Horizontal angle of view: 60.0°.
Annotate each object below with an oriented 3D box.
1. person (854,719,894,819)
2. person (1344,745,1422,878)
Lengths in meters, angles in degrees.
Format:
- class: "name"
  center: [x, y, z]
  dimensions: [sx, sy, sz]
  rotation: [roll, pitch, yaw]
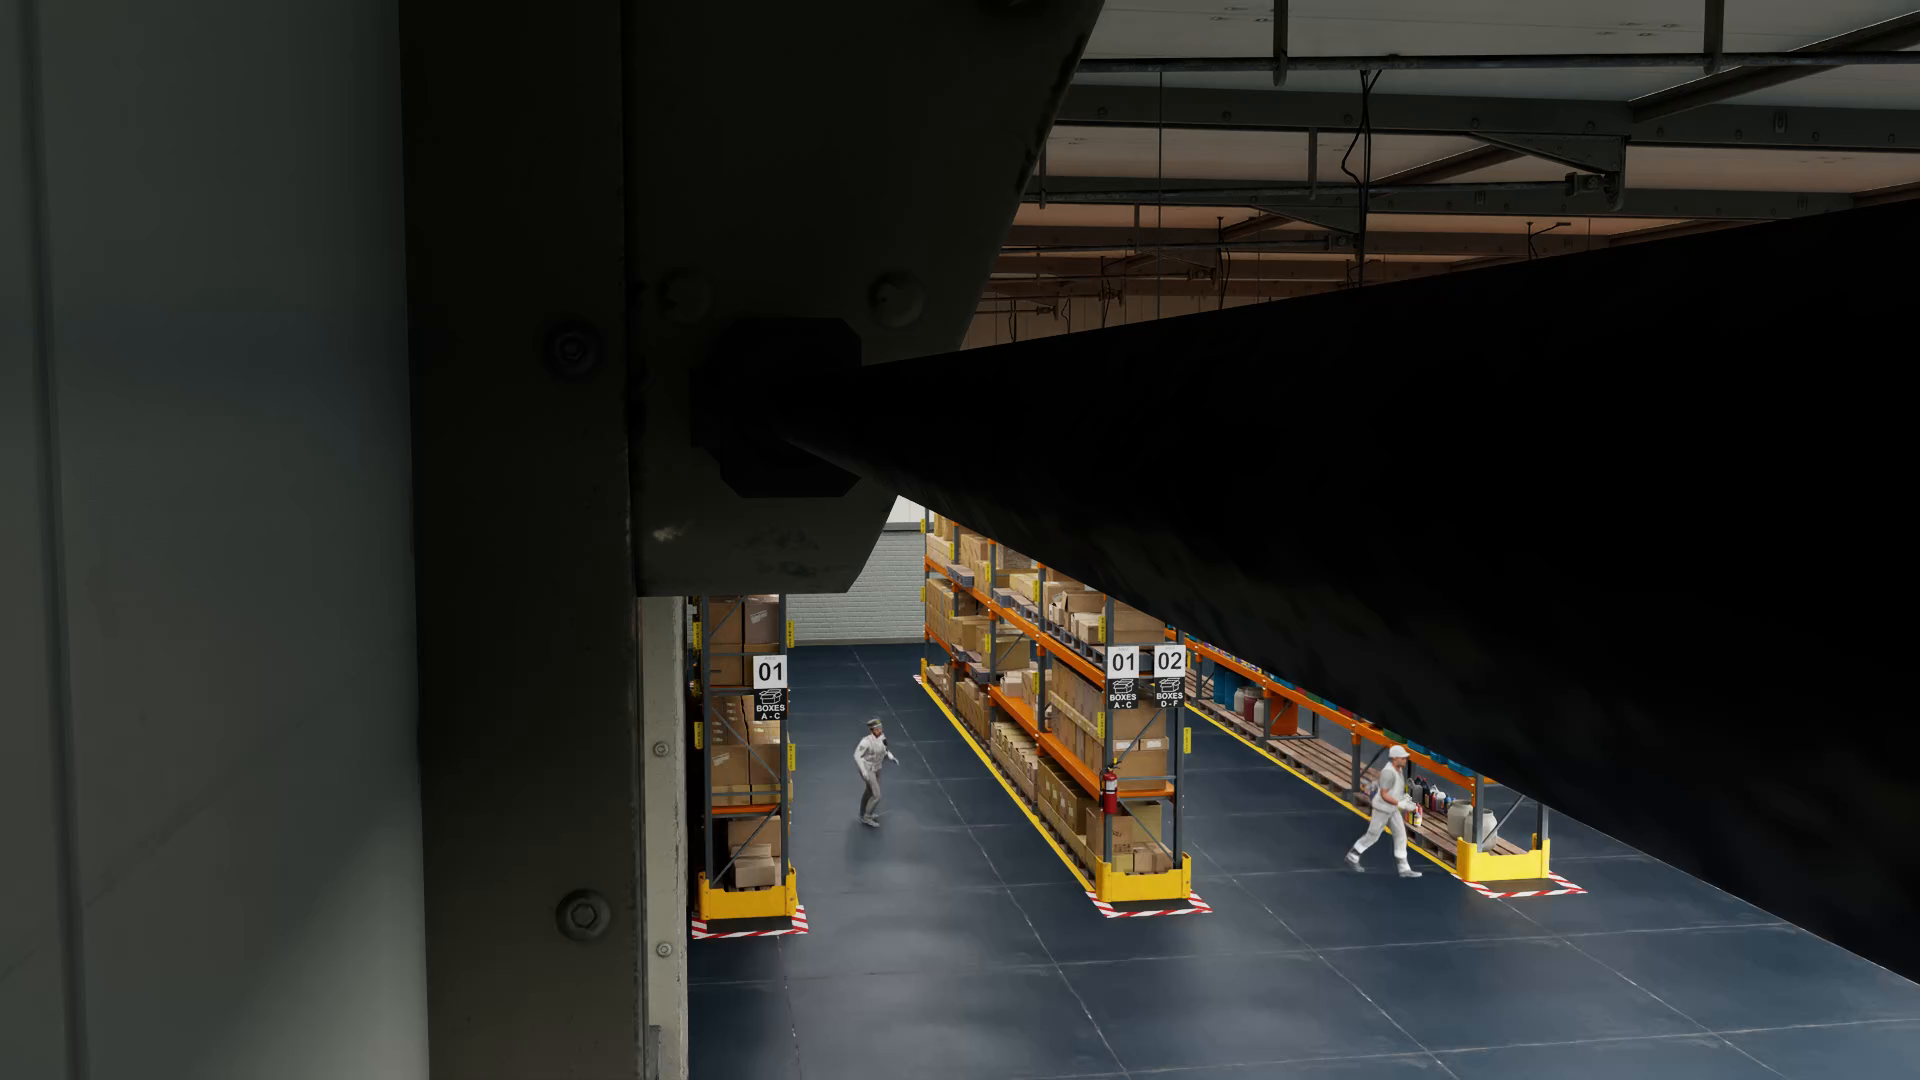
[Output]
- class: "person"
  center: [-1.323, 3.352, 24.479]
  dimensions: [0.622, 1.529, 0.592]
  rotation: [3, 6, 27]
- class: "person"
  center: [5.653, 3.047, 26.951]
  dimensions: [7.225, 1.745, 9.294]
  rotation: [4, 6, 37]
